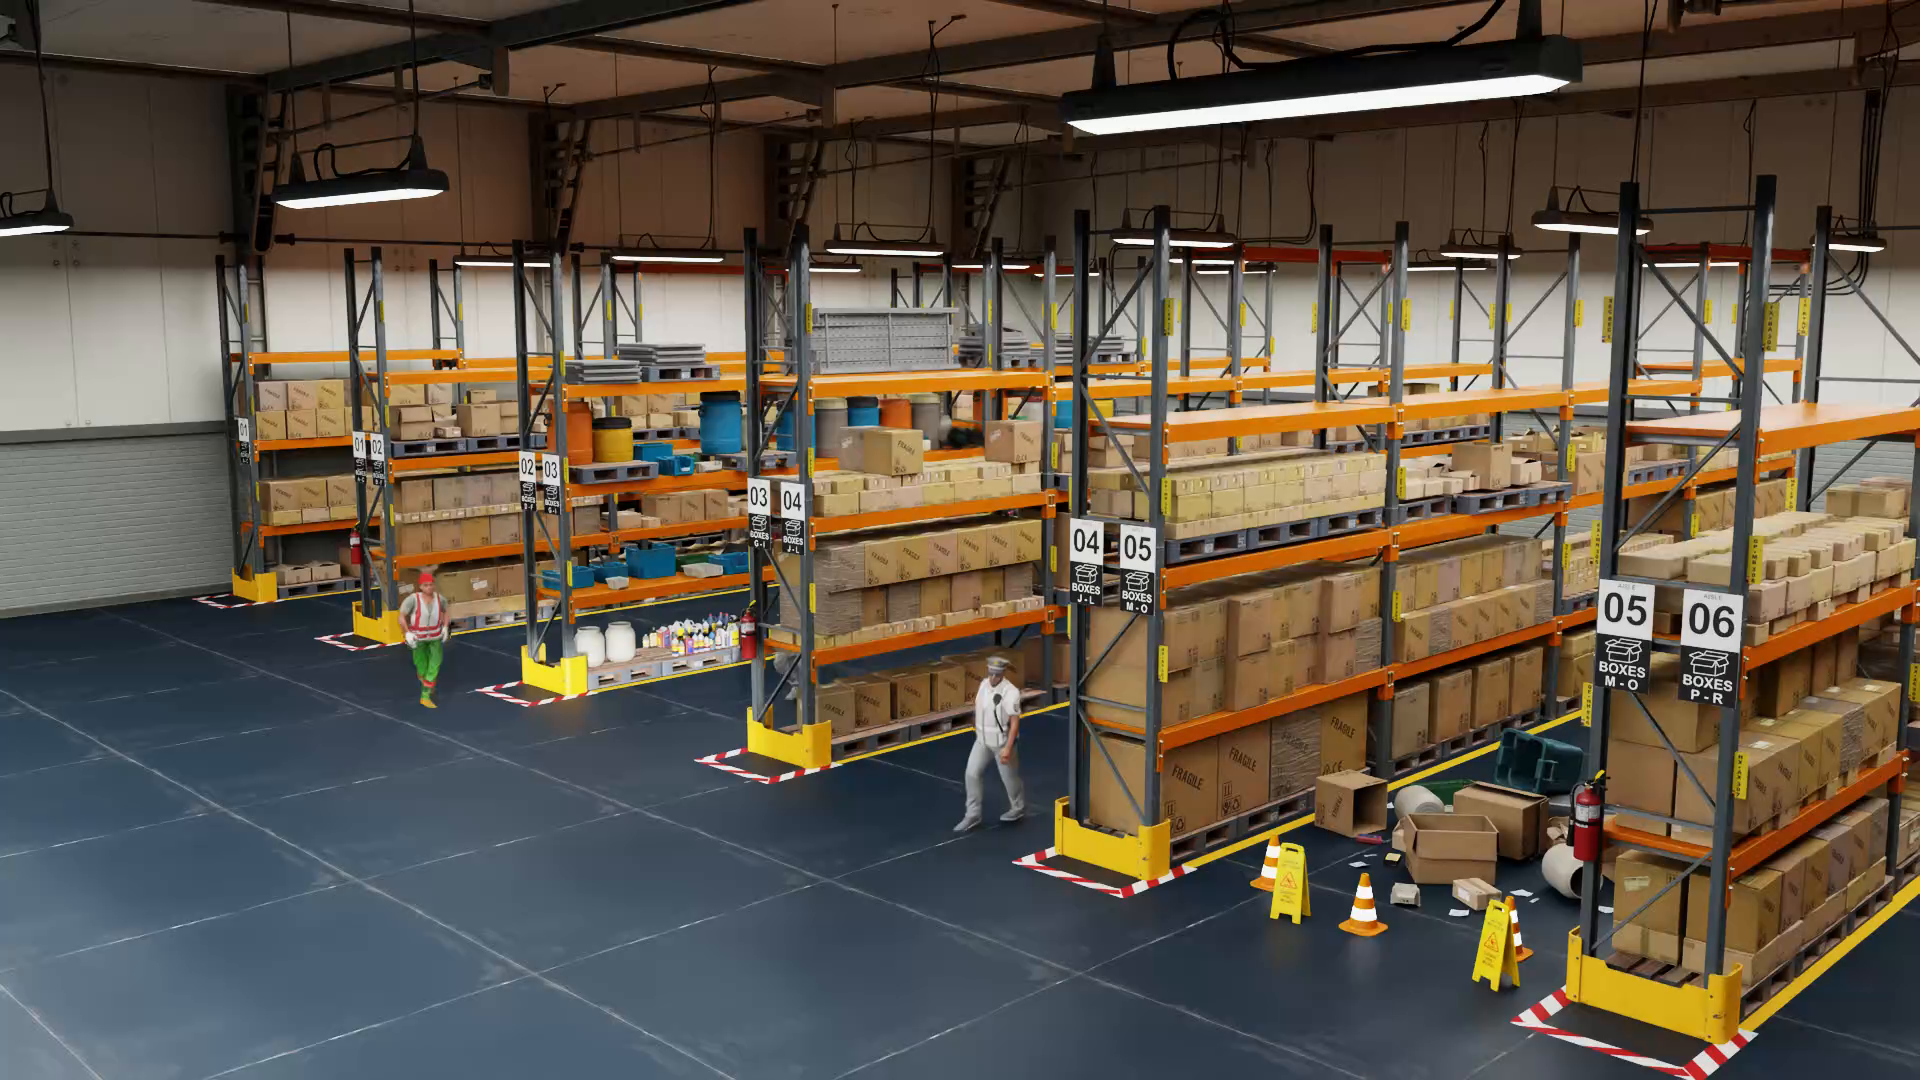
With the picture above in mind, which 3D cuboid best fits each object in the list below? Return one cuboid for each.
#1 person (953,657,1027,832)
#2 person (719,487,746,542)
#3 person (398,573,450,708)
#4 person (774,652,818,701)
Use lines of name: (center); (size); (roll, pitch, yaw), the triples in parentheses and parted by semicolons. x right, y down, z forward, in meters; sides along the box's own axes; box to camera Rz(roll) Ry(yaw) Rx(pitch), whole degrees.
person: (0.345, 2.010, 16.470); (0.608, 1.762, 0.798); (7, 10, 39)
person: (-4.554, -0.278, 32.963); (0.605, 1.569, 0.743); (5, 9, 30)
person: (-6.944, 1.271, 21.549); (0.660, 1.758, 0.675); (-4, 9, -27)
person: (-2.131, 1.277, 21.337); (0.822, 1.726, 0.646); (-7, 11, -42)
